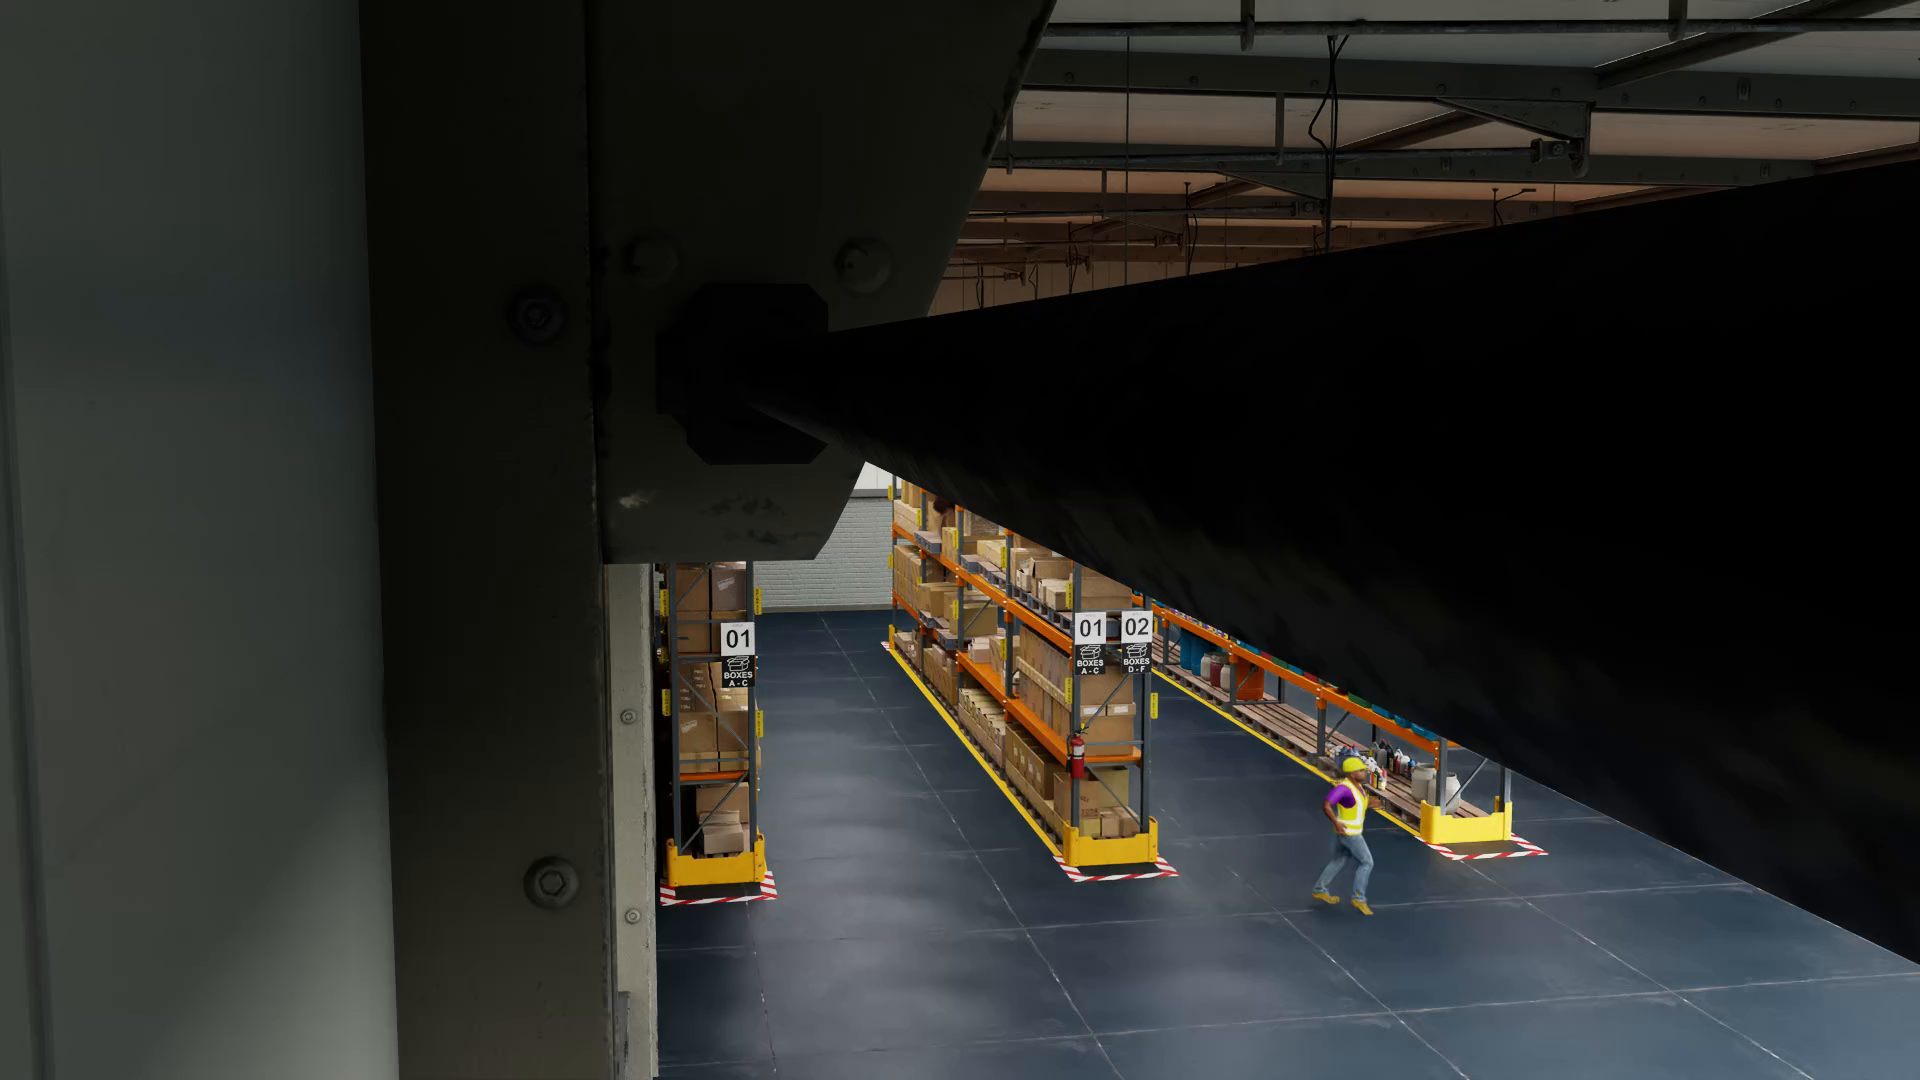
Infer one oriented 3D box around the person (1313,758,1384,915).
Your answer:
[{"bbox_3d":[4.480,3.400,19.175,0.771,1.836,0.661,2,6,14],"label":"person"}]
